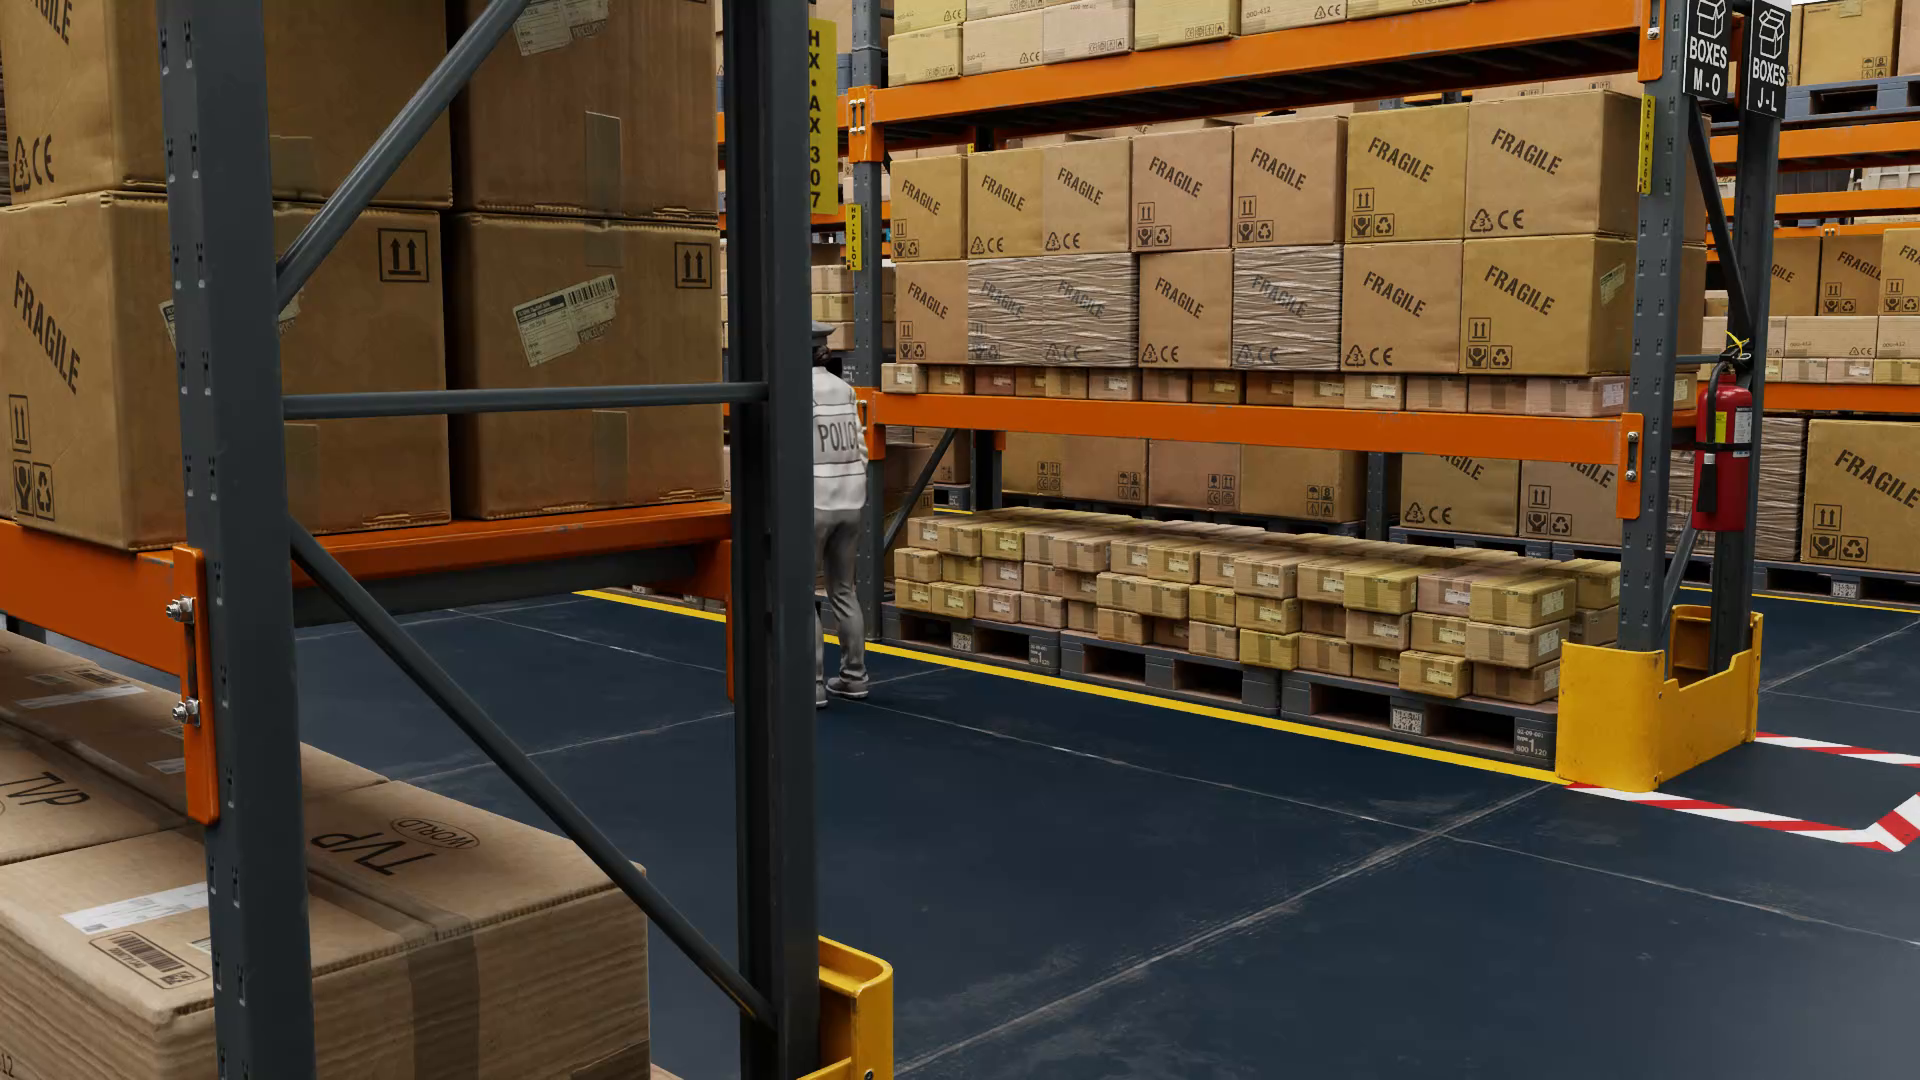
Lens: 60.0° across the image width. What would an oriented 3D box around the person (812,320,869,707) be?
[{"bbox_3d":[-0.612,-0.111,7.165,0.370,1.655,0.547,6,9,40],"label":"person"}]
